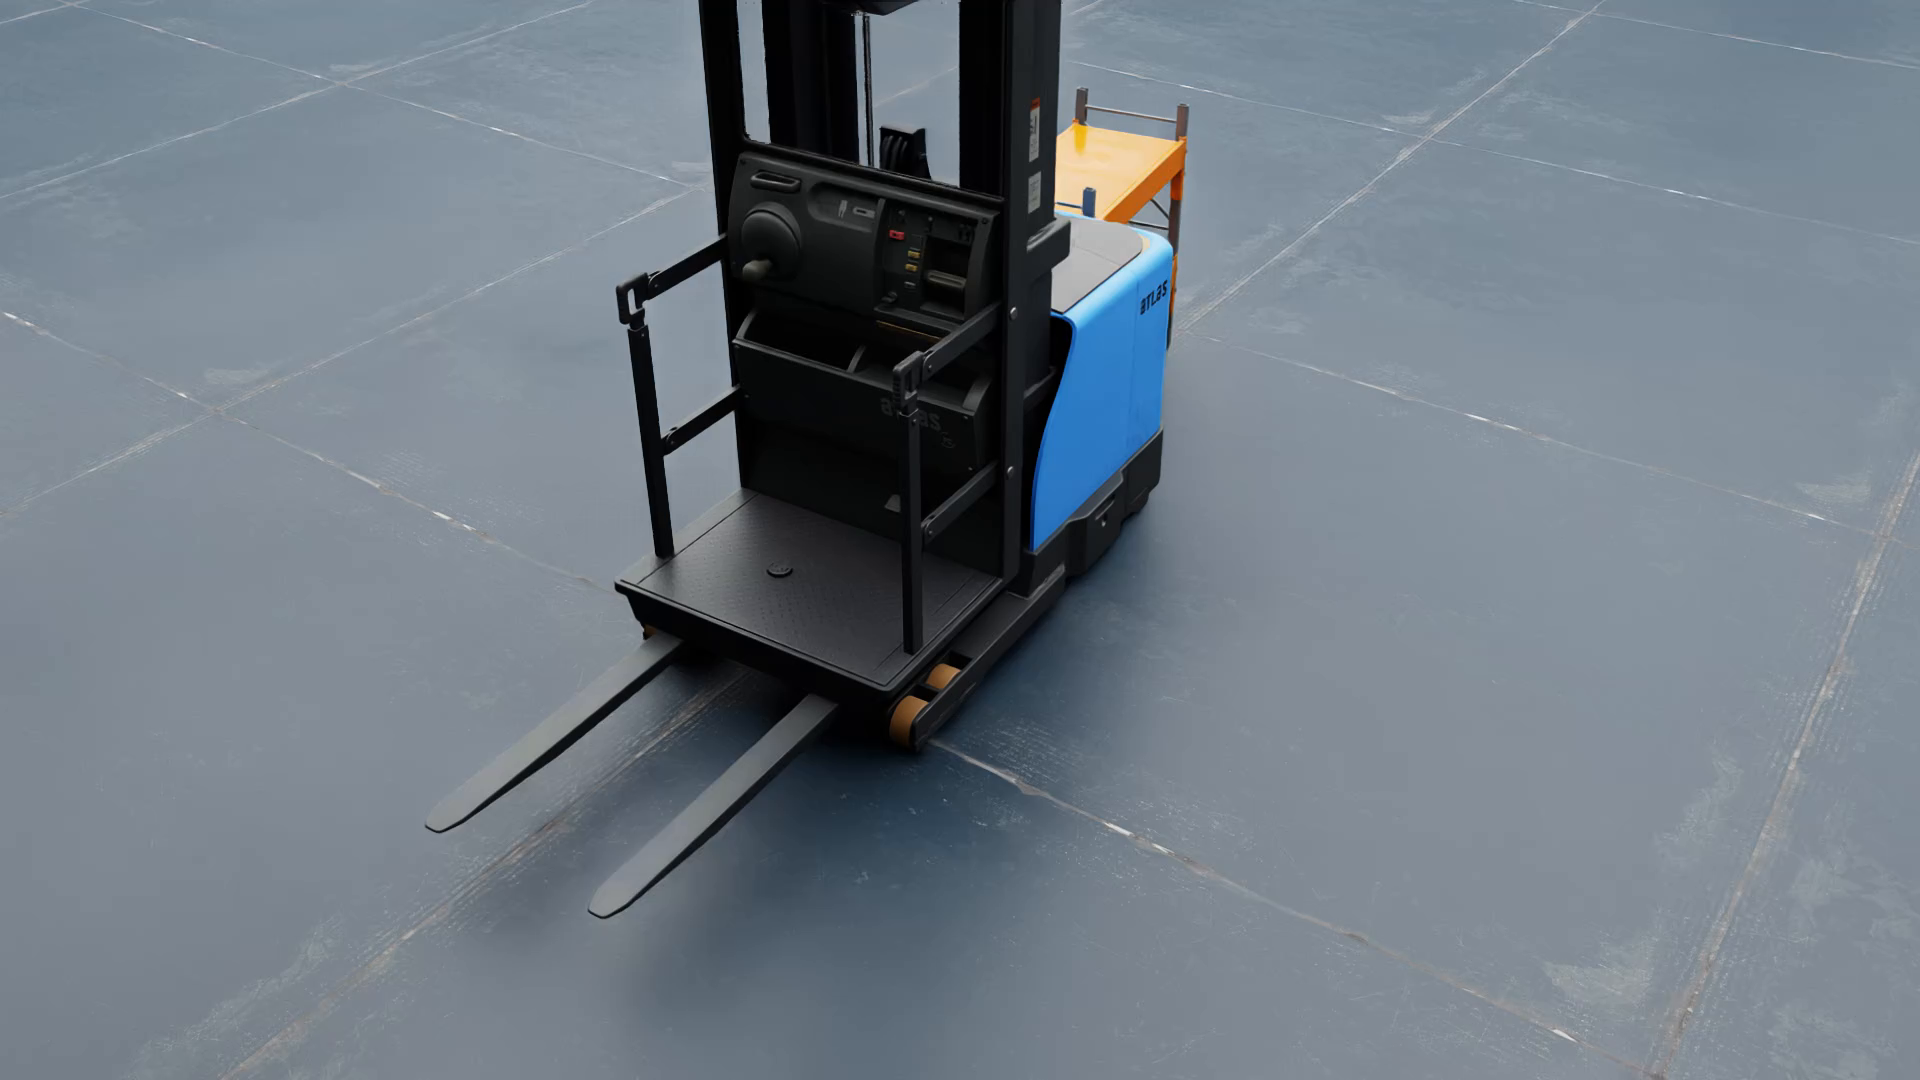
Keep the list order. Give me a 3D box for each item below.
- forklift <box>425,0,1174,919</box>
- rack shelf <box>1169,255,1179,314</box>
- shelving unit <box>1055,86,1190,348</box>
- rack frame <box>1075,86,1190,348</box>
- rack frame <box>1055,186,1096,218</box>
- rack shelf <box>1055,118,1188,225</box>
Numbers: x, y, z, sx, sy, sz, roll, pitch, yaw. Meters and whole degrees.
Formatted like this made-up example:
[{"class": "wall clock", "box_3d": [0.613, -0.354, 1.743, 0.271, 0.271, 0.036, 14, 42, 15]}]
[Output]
[{"class": "forklift", "box_3d": [-0.425, -0.851, 4.893, 1.130, 2.935, 3.031, 19, 39, 26]}, {"class": "rack shelf", "box_3d": [0.501, -0.947, 7.082, 0.538, 0.278, 1.000, 15, 37, 22]}, {"class": "shelving unit", "box_3d": [0.501, -1.149, 6.945, 0.538, 1.125, 1.048, 15, 37, 22]}, {"class": "rack frame", "box_3d": [0.727, -1.405, 7.323, 0.500, 1.125, 0.032, 15, 37, 22]}, {"class": "rack frame", "box_3d": [0.276, -0.894, 6.568, 0.500, 1.125, 0.032, 15, 37, 22]}, {"class": "rack shelf", "box_3d": [0.501, -1.392, 6.781, 0.538, 0.278, 1.000, 15, 37, 22]}]
